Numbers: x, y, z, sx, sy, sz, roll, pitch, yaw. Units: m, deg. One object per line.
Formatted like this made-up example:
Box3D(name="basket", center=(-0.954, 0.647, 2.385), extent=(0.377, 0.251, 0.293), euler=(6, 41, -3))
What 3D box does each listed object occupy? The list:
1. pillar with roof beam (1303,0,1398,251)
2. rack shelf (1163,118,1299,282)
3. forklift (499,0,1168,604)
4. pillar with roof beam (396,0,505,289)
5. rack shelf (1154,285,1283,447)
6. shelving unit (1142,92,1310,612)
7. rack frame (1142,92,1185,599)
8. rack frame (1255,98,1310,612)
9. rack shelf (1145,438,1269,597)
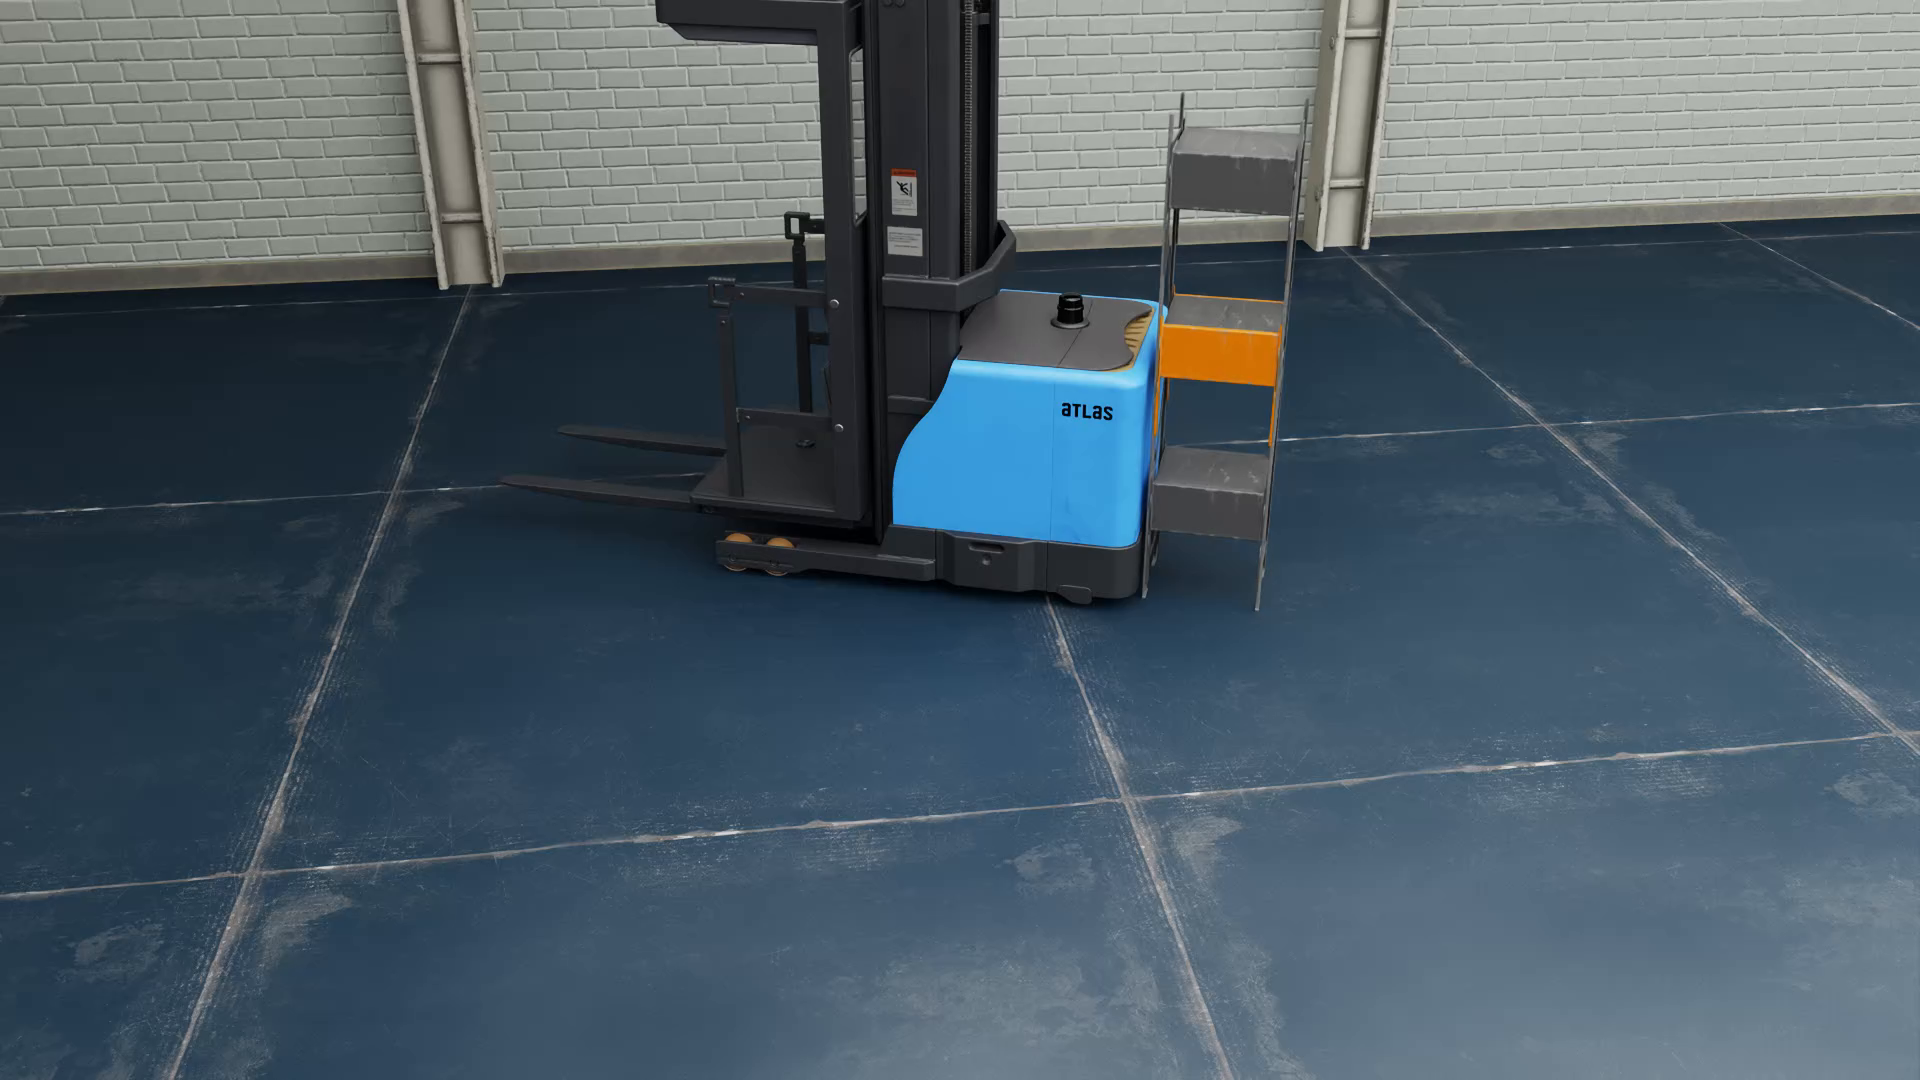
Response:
Box3D(name="pillar with roof beam", center=(3.279, -4.175, 6.029), extent=(0.400, 9.000, 9.100), euler=(-4, 27, -7))
Box3D(name="rack shelf", center=(1.083, -1.351, 6.579), extent=(0.480, 0.518, 0.431), euler=(6, 28, 12))
Box3D(name="forklift", center=(-0.614, -1.370, 7.210), extent=(3.031, 2.935, 1.130), euler=(6, 28, 12))
Box3D(name="pillar with roof beam", center=(-2.663, -3.793, 5.285), extent=(0.400, 9.000, 9.100), euler=(-4, 27, -7))
Box3D(name="rack shelf", center=(1.083, -0.728, 6.898), extent=(0.480, 0.518, 0.431), euler=(6, 28, 12))
Box3D(name="shelving unit", center=(1.083, -0.740, 6.892), extent=(0.503, 2.100, 0.431), euler=(6, 28, 12))
Box3D(name="rack frame", center=(0.846, -0.766, 6.942), extent=(0.015, 2.100, 0.400), euler=(6, 28, 12))
Box3D(name="rack frame", center=(1.321, -0.714, 6.842), extent=(0.015, 2.100, 0.400), euler=(6, 28, 12))
Box3D(name="rack shelf", center=(1.083, -0.105, 7.218), extent=(0.480, 0.518, 0.431), euler=(6, 28, 12))
